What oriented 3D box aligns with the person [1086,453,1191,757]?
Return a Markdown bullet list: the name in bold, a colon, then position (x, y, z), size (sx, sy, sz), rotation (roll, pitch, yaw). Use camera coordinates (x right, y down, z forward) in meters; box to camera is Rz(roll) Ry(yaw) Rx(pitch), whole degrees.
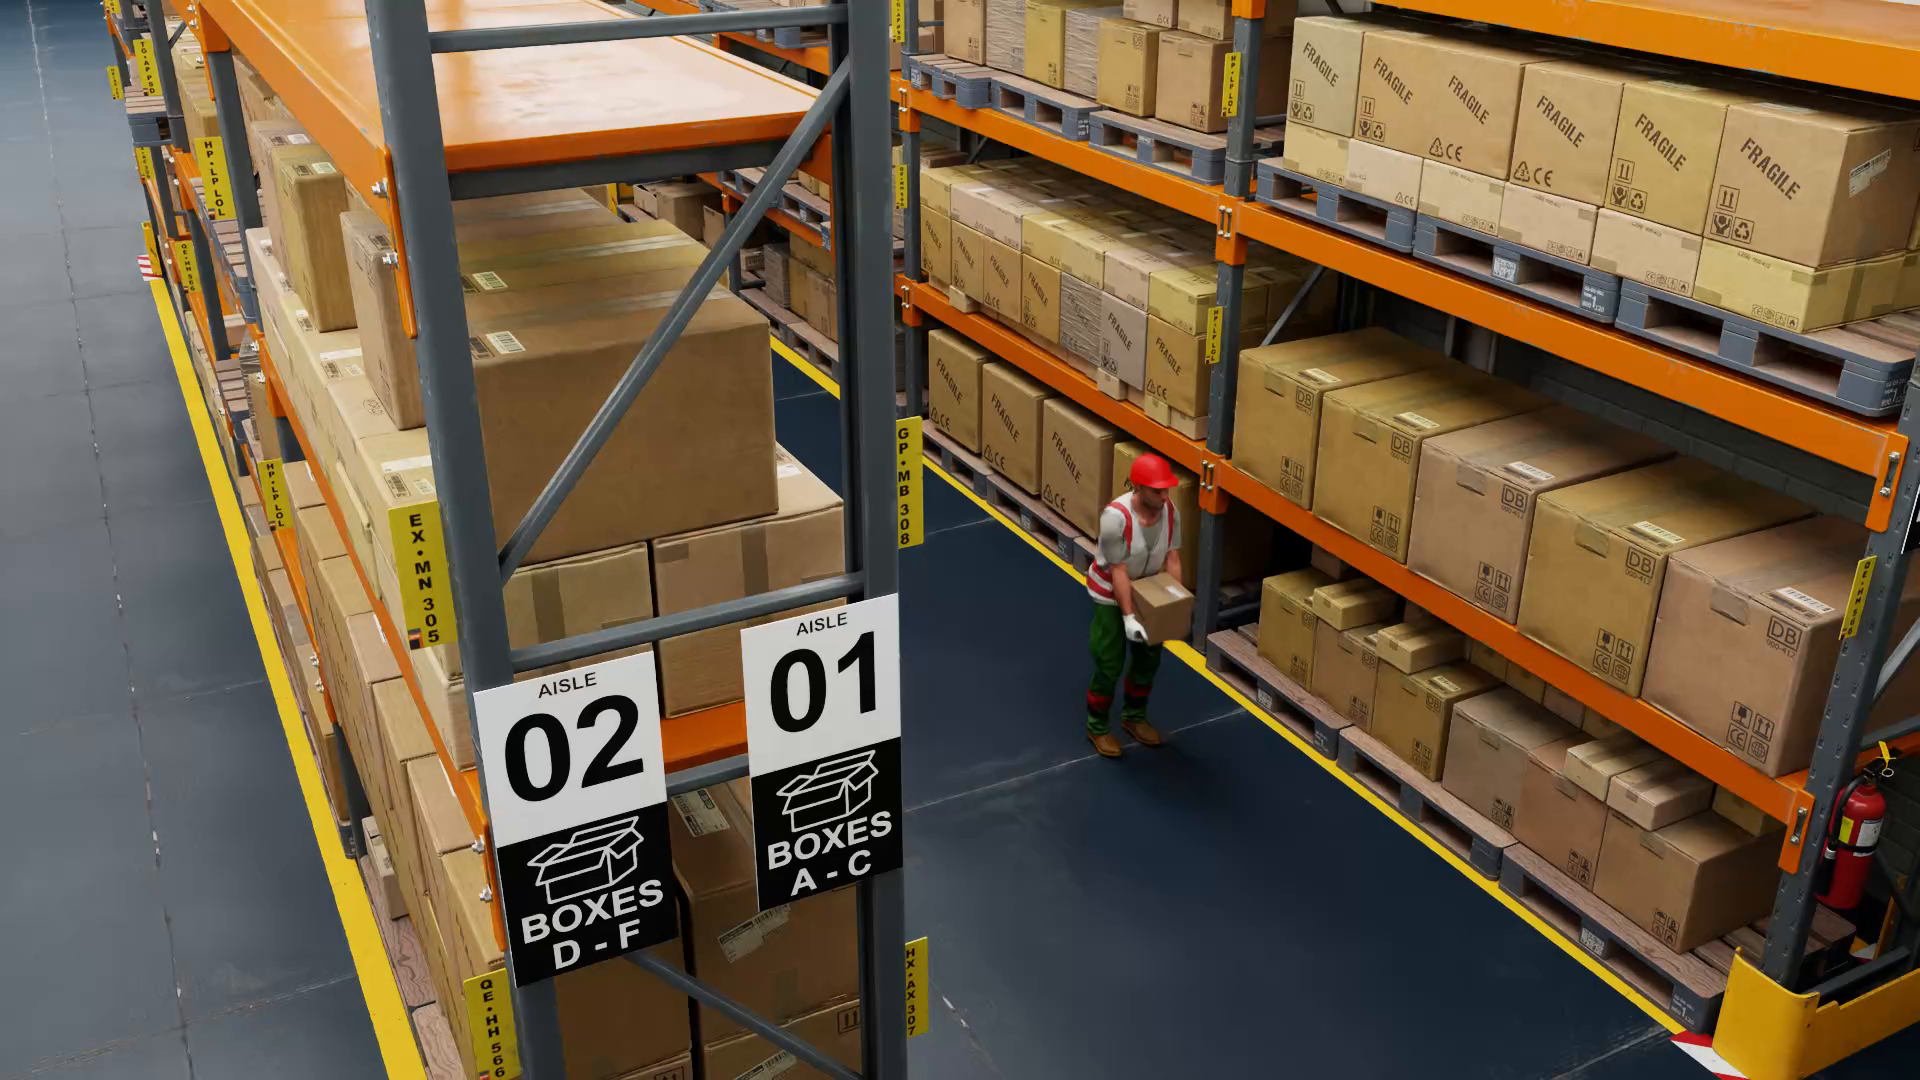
- **person**: position (0.956, 0.349, 8.874), size (0.491, 1.760, 0.583), rotation (-13, 28, -26)
